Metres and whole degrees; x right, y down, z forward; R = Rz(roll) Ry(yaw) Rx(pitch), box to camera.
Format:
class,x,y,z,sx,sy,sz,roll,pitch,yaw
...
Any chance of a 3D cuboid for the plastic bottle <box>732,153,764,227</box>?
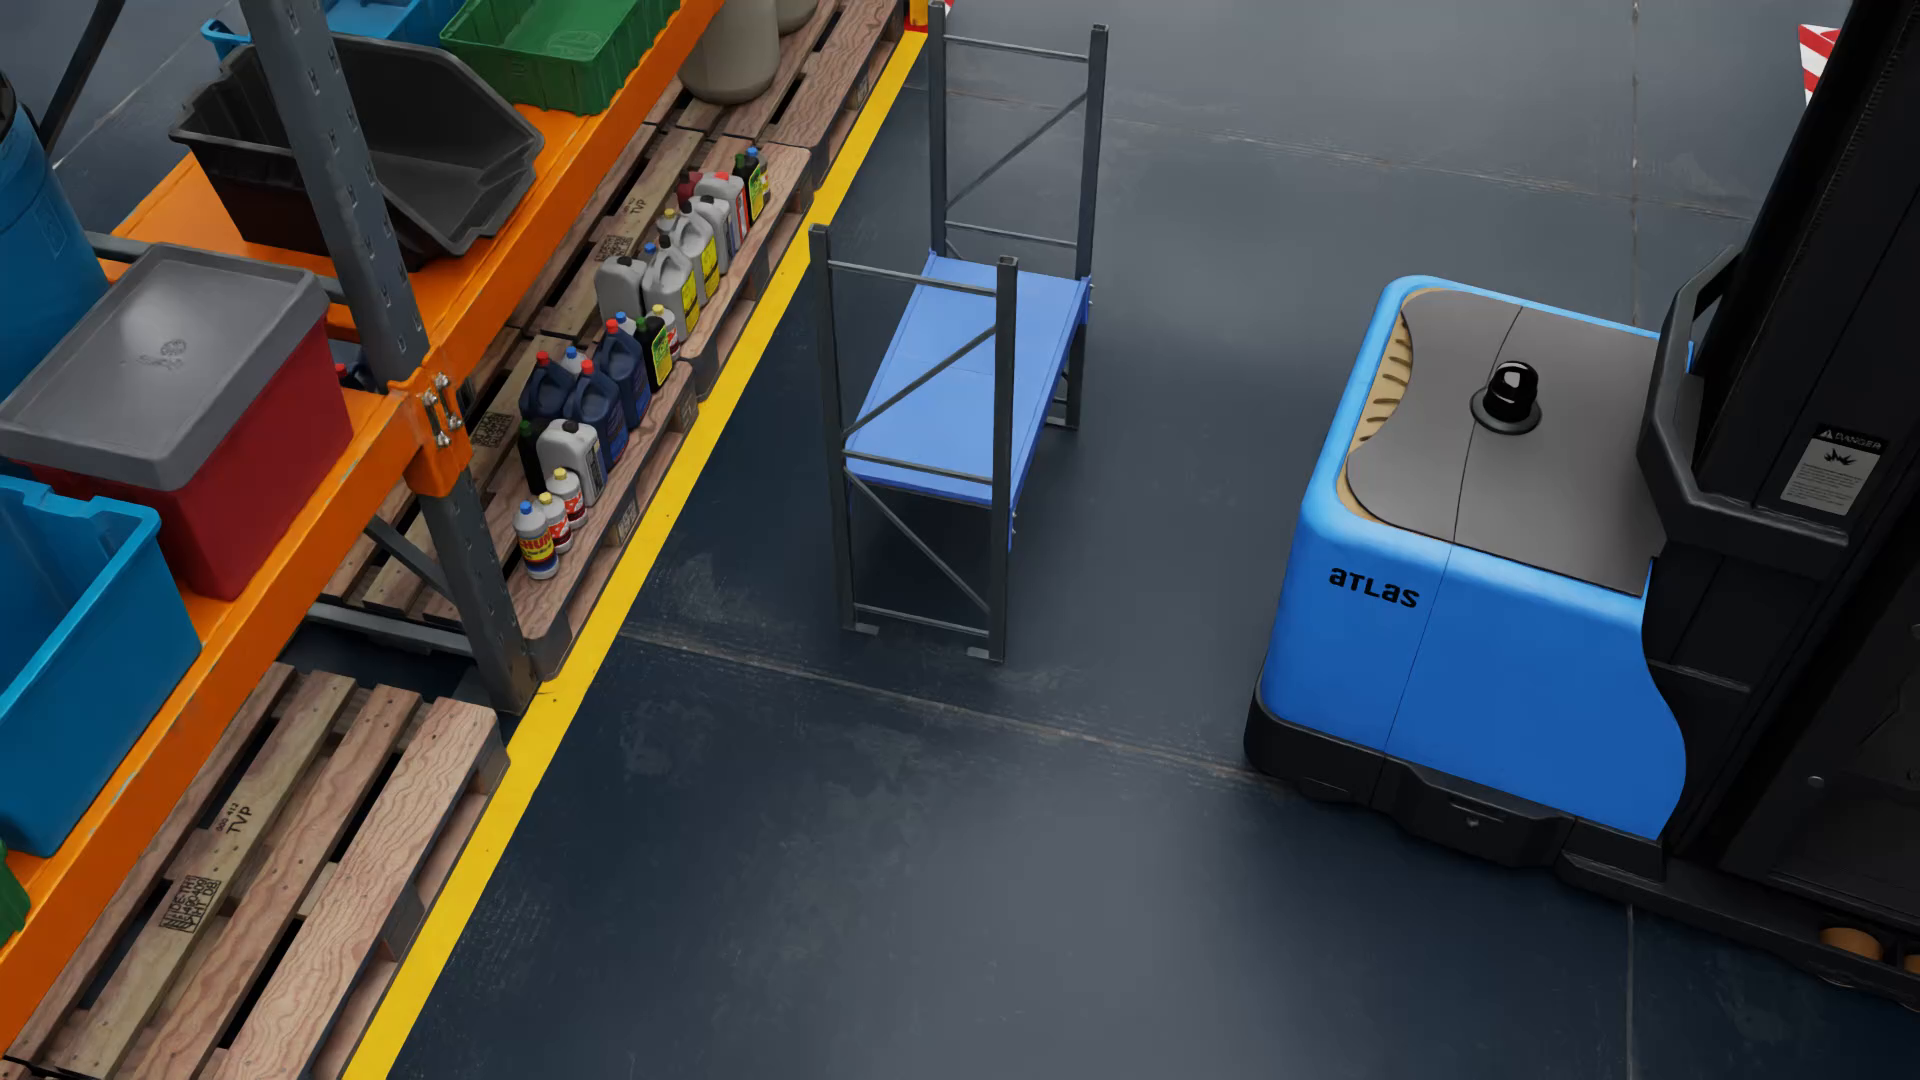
class,x,y,z,sx,sy,sz,roll,pitch,yaw
plastic bottle,-0.752,-1.259,5.879,0.061,0.283,0.133,13,50,11

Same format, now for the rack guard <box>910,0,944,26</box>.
class,x,y,z,sx,sy,sz,roll,pitch,yaw
rack guard,-0.653,-2.624,7.233,1.175,0.500,0.348,12,50,10

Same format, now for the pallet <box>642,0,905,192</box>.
class,x,y,z,sx,sy,sz,roll,pitch,yaw
pallet,-0.872,-1.942,6.823,1.003,0.211,1.213,12,50,10

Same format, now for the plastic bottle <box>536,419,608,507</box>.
class,x,y,z,sx,sy,sz,roll,pitch,yaw
plastic bottle,-1.166,-0.250,4.993,0.152,0.276,0.135,13,50,11

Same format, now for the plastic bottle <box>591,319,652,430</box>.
class,x,y,z,sx,sy,sz,roll,pitch,yaw
plastic bottle,-1.069,-0.530,5.190,0.144,0.351,0.185,10,49,8

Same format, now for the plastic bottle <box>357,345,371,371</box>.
class,x,y,z,sx,sy,sz,roll,pitch,yaw
plastic bottle,-1.789,-0.553,5.211,0.144,0.351,0.185,9,49,8

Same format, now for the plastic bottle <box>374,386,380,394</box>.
class,x,y,z,sx,sy,sz,roll,pitch,yaw
plastic bottle,-1.701,-0.386,5.063,0.144,0.351,0.185,12,50,10

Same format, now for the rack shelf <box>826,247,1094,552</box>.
class,x,y,z,sx,sy,sz,roll,pitch,yaw
rack shelf,0.022,-0.439,4.877,0.538,0.185,1.000,12,50,10

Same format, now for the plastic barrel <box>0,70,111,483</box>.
class,x,y,z,sx,sy,sz,roll,pitch,yaw
plastic barrel,-2.125,-0.569,3.417,0.600,0.901,0.708,12,50,10

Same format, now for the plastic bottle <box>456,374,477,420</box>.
class,x,y,z,sx,sy,sz,roll,pitch,yaw
plastic bottle,-1.640,-0.517,5.229,0.152,0.276,0.135,12,50,10

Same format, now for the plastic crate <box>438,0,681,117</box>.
class,x,y,z,sx,sy,sz,roll,pitch,yaw
plastic crate,-1.102,-1.479,4.696,0.450,0.188,0.662,12,50,10

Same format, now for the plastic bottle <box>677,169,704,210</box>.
class,x,y,z,sx,sy,sz,roll,pitch,yaw
plastic bottle,-0.935,-1.191,5.819,0.061,0.283,0.133,12,50,10

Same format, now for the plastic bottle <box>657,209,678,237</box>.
class,x,y,z,sx,sy,sz,roll,pitch,yaw
plastic bottle,-0.993,-1.054,5.753,0.097,0.201,0.097,0,49,0

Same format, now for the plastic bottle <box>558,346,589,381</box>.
class,x,y,z,sx,sy,sz,roll,pitch,yaw
plastic bottle,-1.197,-0.496,5.213,0.097,0.271,0.097,0,49,0

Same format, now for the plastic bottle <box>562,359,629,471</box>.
class,x,y,z,sx,sy,sz,roll,pitch,yaw
plastic bottle,-1.118,-0.393,5.070,0.144,0.351,0.185,13,50,11

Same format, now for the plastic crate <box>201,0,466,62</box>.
class,x,y,z,sx,sy,sz,roll,pitch,yaw
plastic crate,-1.702,-1.427,4.608,0.499,0.251,0.616,12,50,10

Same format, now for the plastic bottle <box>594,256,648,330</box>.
class,x,y,z,sx,sy,sz,roll,pitch,yaw
plastic bottle,-1.106,-0.824,5.500,0.152,0.276,0.135,12,50,10

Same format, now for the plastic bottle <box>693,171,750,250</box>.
class,x,y,z,sx,sy,sz,roll,pitch,yaw
plastic bottle,-0.832,-1.168,5.804,0.152,0.276,0.135,12,50,10

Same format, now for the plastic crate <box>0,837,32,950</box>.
class,x,y,z,sx,sy,sz,roll,pitch,yaw
plastic crate,-1.917,0.763,2.717,0.450,0.188,0.662,12,50,10

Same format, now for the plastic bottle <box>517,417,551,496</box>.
class,x,y,z,sx,sy,sz,roll,pitch,yaw
plastic bottle,-1.269,-0.273,5.009,0.061,0.283,0.133,12,50,10

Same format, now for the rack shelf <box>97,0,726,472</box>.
class,x,y,z,sx,sy,sz,roll,pitch,yaw
rack shelf,-1.205,-1.831,5.345,1.077,0.370,4.000,12,50,10

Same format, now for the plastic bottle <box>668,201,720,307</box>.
class,x,y,z,sx,sy,sz,roll,pitch,yaw
plastic bottle,-0.908,-0.972,5.581,0.144,0.351,0.185,13,50,12

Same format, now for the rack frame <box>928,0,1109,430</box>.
class,x,y,z,sx,sy,sz,roll,pitch,yaw
rack frame,0.156,-0.926,5.067,0.500,1.500,0.032,12,50,10

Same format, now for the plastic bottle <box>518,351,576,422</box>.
class,x,y,z,sx,sy,sz,roll,pitch,yaw
plastic bottle,-1.258,-0.422,5.095,0.144,0.351,0.185,12,50,10

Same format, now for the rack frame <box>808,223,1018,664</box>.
class,x,y,z,sx,sy,sz,roll,pitch,yaw
rack frame,-0.111,-0.190,4.418,0.500,1.500,0.032,12,50,10

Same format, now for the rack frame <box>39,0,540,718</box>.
class,x,y,z,sx,sy,sz,roll,pitch,yaw
rack frame,-1.731,-0.622,3.799,1.000,3.000,0.127,12,50,10

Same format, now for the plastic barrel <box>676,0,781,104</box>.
class,x,y,z,sx,sy,sz,roll,pitch,yaw
plastic barrel,-0.910,-1.978,6.374,0.421,0.512,0.421,0,49,0

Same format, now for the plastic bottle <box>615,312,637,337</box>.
class,x,y,z,sx,sy,sz,roll,pitch,yaw
plastic bottle,-1.066,-0.617,5.321,0.097,0.271,0.097,0,49,0

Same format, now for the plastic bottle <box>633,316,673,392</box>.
class,x,y,z,sx,sy,sz,roll,pitch,yaw
plastic bottle,-0.985,-0.619,5.314,0.061,0.283,0.133,14,50,12

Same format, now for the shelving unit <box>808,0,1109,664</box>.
class,x,y,z,sx,sy,sz,roll,pitch,yaw
shelving unit,0.022,-0.558,4.742,0.538,1.500,1.048,12,50,10

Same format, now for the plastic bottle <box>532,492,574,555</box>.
class,x,y,z,sx,sy,sz,roll,pitch,yaw
plastic bottle,-1.198,-0.060,4.875,0.097,0.201,0.097,0,49,0

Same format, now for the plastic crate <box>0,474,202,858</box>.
class,x,y,z,sx,sy,sz,roll,pitch,yaw
plastic crate,-1.721,0.242,3.046,0.392,0.384,0.575,12,50,10

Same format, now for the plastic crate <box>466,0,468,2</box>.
class,x,y,z,sx,sy,sz,roll,pitch,yaw
plastic crate,-1.548,-1.760,4.978,0.530,0.136,0.437,12,50,10

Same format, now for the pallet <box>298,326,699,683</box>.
class,x,y,z,sx,sy,sz,roll,pitch,yaw
pallet,-1.514,-0.177,5.266,1.003,0.211,1.213,12,50,10

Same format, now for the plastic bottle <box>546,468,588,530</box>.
class,x,y,z,sx,sy,sz,roll,pitch,yaw
plastic bottle,-1.171,-0.133,4.940,0.097,0.201,0.097,0,49,0

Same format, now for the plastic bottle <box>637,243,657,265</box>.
class,x,y,z,sx,sy,sz,roll,pitch,yaw
plastic bottle,-1.036,-0.915,5.630,0.097,0.201,0.097,0,49,0

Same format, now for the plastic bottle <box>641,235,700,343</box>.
class,x,y,z,sx,sy,sz,roll,pitch,yaw
plastic bottle,-0.957,-0.837,5.462,0.144,0.351,0.185,11,50,10

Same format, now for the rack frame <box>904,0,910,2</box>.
class,x,y,z,sx,sy,sz,roll,pitch,yaw
rack frame,-0.678,-3.516,6.352,1.000,3.000,0.127,12,50,10

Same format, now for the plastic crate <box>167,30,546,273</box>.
class,x,y,z,sx,sy,sz,roll,pitch,yaw
plastic crate,-1.471,-0.955,4.134,0.767,0.338,0.504,12,50,10

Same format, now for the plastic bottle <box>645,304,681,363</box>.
class,x,y,z,sx,sy,sz,roll,pitch,yaw
plastic bottle,-0.972,-0.681,5.423,0.097,0.201,0.097,0,49,0

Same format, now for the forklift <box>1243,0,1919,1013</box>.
class,x,y,z,sx,sy,sz,roll,pitch,yaw
forklift,2.359,-0.232,3.500,3.031,2.935,1.130,17,51,15

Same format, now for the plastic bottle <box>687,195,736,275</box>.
class,x,y,z,sx,sy,sz,roll,pitch,yaw
plastic bottle,-0.868,-1.068,5.715,0.152,0.276,0.135,10,49,9

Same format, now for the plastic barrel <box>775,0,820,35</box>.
class,x,y,z,sx,sy,sz,roll,pitch,yaw
plastic barrel,-0.778,-2.340,6.694,0.421,0.512,0.421,0,49,0

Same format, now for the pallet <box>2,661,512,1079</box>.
class,x,y,z,sx,sy,sz,roll,pitch,yaw
pallet,-1.900,0.876,4.336,1.003,0.211,1.213,12,50,10

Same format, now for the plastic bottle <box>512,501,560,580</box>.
class,x,y,z,sx,sy,sz,roll,pitch,yaw
plastic bottle,-1.224,-0.009,4.784,0.097,0.271,0.097,0,49,0

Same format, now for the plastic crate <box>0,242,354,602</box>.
class,x,y,z,sx,sy,sz,roll,pitch,yaw
plastic crate,-1.563,-0.233,3.412,0.402,0.464,0.583,12,50,10

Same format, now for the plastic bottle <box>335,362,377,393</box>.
class,x,y,z,sx,sy,sz,roll,pitch,yaw
plastic bottle,-1.840,-0.414,5.088,0.144,0.351,0.185,10,49,9

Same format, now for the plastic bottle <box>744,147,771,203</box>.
class,x,y,z,sx,sy,sz,roll,pitch,yaw
plastic bottle,-0.739,-1.320,5.988,0.097,0.201,0.097,0,49,0

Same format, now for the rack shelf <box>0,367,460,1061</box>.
class,x,y,z,sx,sy,sz,roll,pitch,yaw
rack shelf,-2.258,1.062,2.792,1.077,0.370,4.000,12,50,10

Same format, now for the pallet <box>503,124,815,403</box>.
class,x,y,z,sx,sy,sz,roll,pitch,yaw
pallet,-1.195,-1.063,6.047,1.003,0.211,1.213,12,50,10
